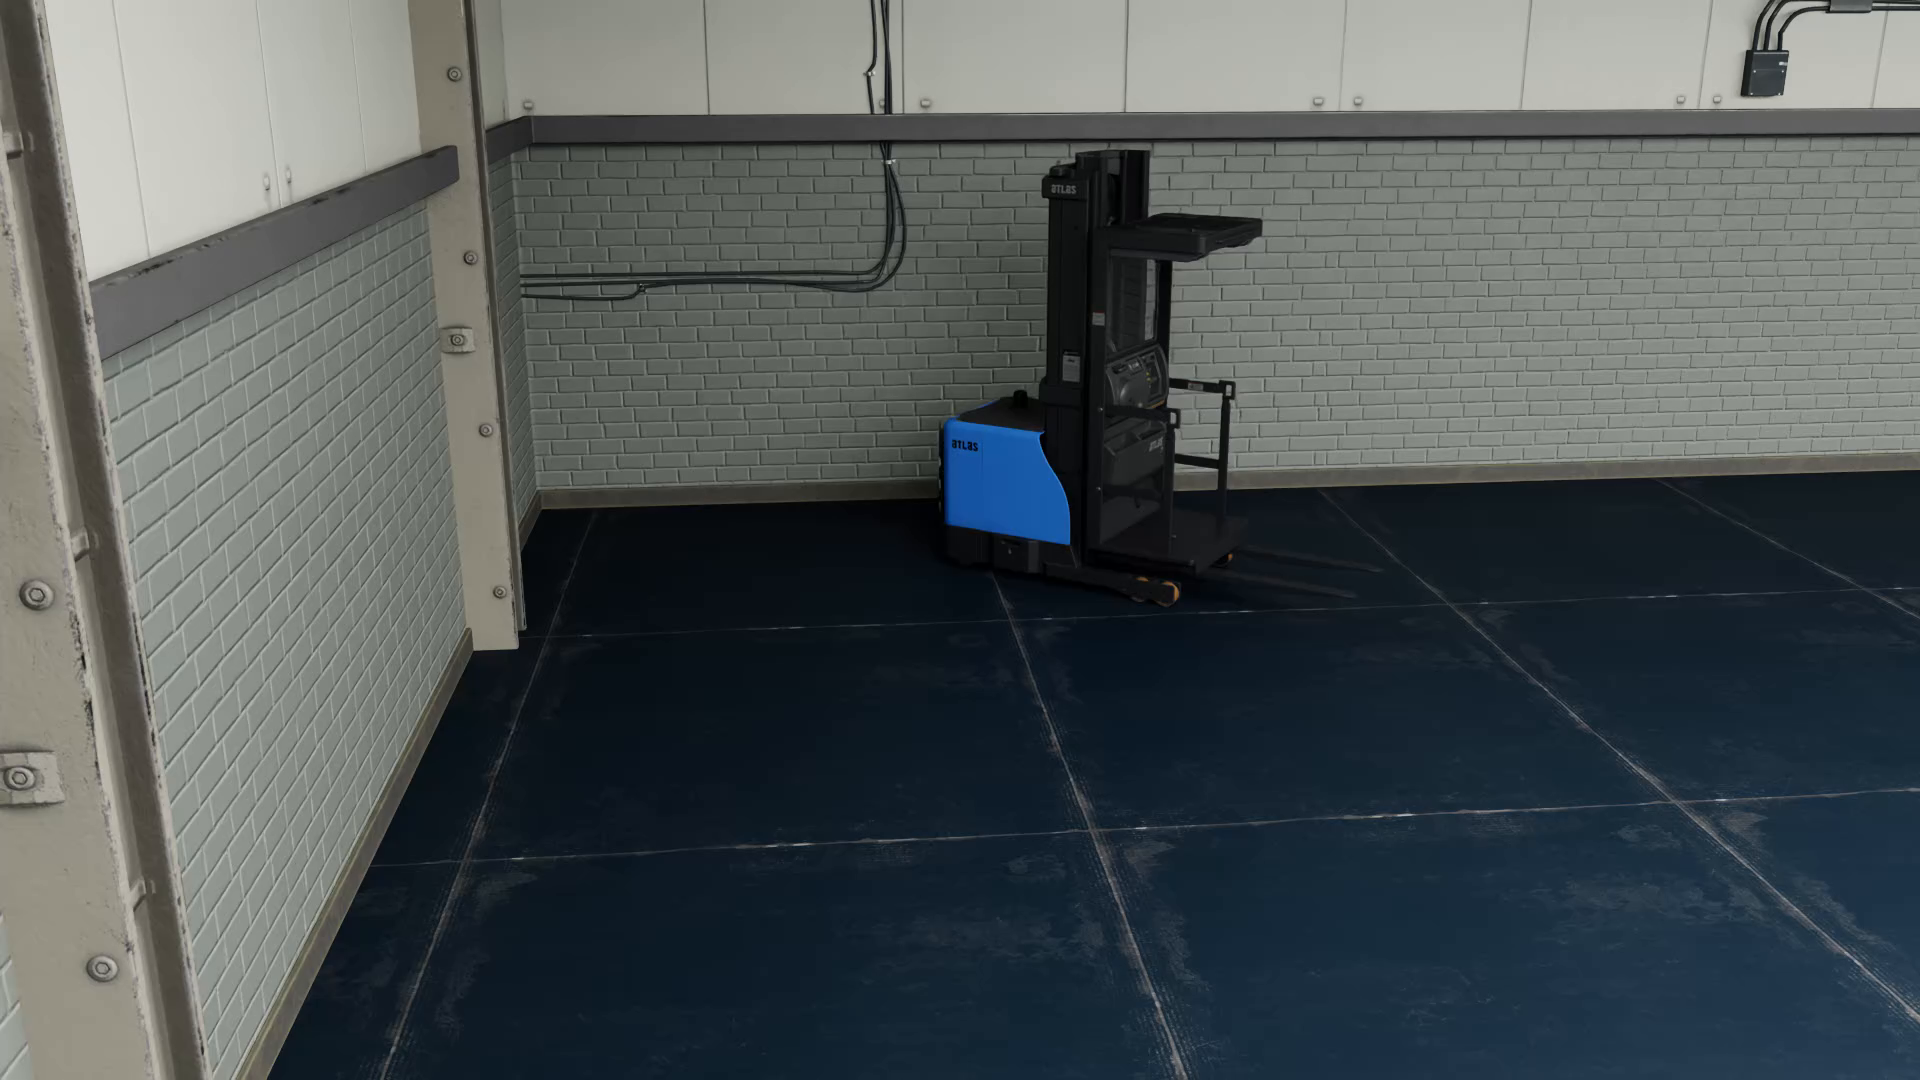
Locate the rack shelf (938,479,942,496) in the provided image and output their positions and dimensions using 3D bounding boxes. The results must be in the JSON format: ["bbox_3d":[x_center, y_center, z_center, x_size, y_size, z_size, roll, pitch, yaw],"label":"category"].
[{"bbox_3d":[-0.029,-0.400,12.561,0.258,0.077,0.200,-2,18,-6],"label":"rack shelf"}]

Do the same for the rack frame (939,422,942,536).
[{"bbox_3d":[-0.040,-0.463,12.648,0.240,0.900,0.006,-2,18,-6],"label":"rack frame"}]

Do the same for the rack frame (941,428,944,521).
[{"bbox_3d":[-0.019,-0.402,12.455,0.240,0.900,0.006,-2,18,-6],"label":"rack frame"}]

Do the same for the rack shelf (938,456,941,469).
[{"bbox_3d":[-0.029,-0.572,12.508,0.258,0.077,0.200,-2,18,-6],"label":"rack shelf"}]

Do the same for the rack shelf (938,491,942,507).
[{"bbox_3d":[-0.029,-0.315,12.588,0.258,0.077,0.200,-2,18,-6],"label":"rack shelf"}]

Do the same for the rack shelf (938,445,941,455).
[{"bbox_3d":[-0.029,-0.658,12.481,0.258,0.077,0.200,-2,18,-6],"label":"rack shelf"}]

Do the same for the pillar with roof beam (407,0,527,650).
[{"bbox_3d":[1.317,-3.794,9.739,9.100,9.000,0.400,-2,18,-6],"label":"pillar with roof beam"}]

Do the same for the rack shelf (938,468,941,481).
[{"bbox_3d":[-0.029,-0.486,12.535,0.258,0.077,0.200,-2,18,-6],"label":"rack shelf"}]

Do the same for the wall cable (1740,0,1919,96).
[{"bbox_3d":[7.491,-6.491,12.651,2.305,6.003,0.169,-2,18,-6],"label":"wall cable"}]

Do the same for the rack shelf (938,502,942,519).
[{"bbox_3d":[-0.029,-0.229,12.615,0.258,0.077,0.200,-2,18,-6],"label":"rack shelf"}]

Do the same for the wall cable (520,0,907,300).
[{"bbox_3d":[-1.954,-3.098,12.706,3.097,2.526,0.112,-2,18,-6],"label":"wall cable"}]

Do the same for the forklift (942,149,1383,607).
[{"bbox_3d":[1.402,-1.130,11.383,3.031,2.935,1.130,10,20,29],"label":"forklift"}]

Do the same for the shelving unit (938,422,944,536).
[{"bbox_3d":[-0.029,-0.432,12.552,0.258,0.900,0.210,-2,18,-6],"label":"shelving unit"}]
